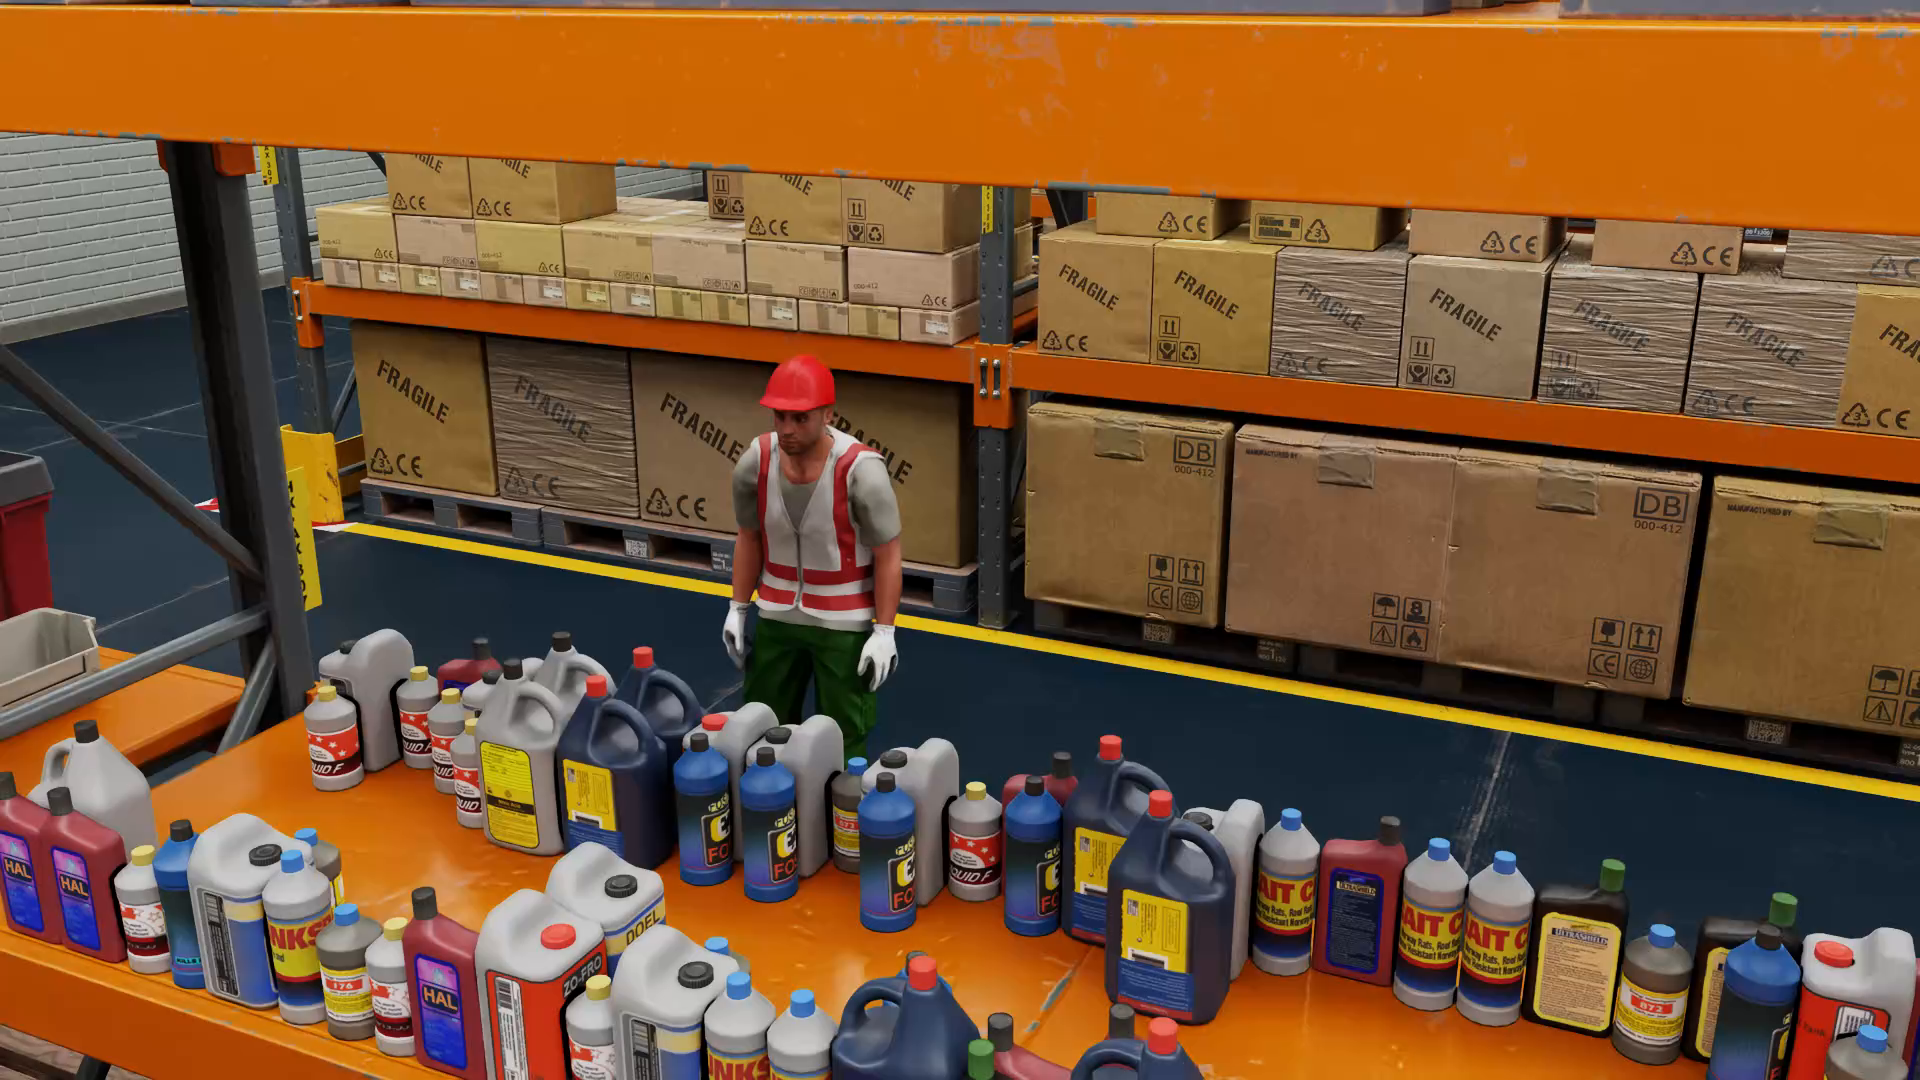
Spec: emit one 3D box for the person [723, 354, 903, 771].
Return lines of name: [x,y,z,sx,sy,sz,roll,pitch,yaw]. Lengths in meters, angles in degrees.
person: [-0.469,0.280,5.220,0.595,1.778,0.449,7,20,21]
